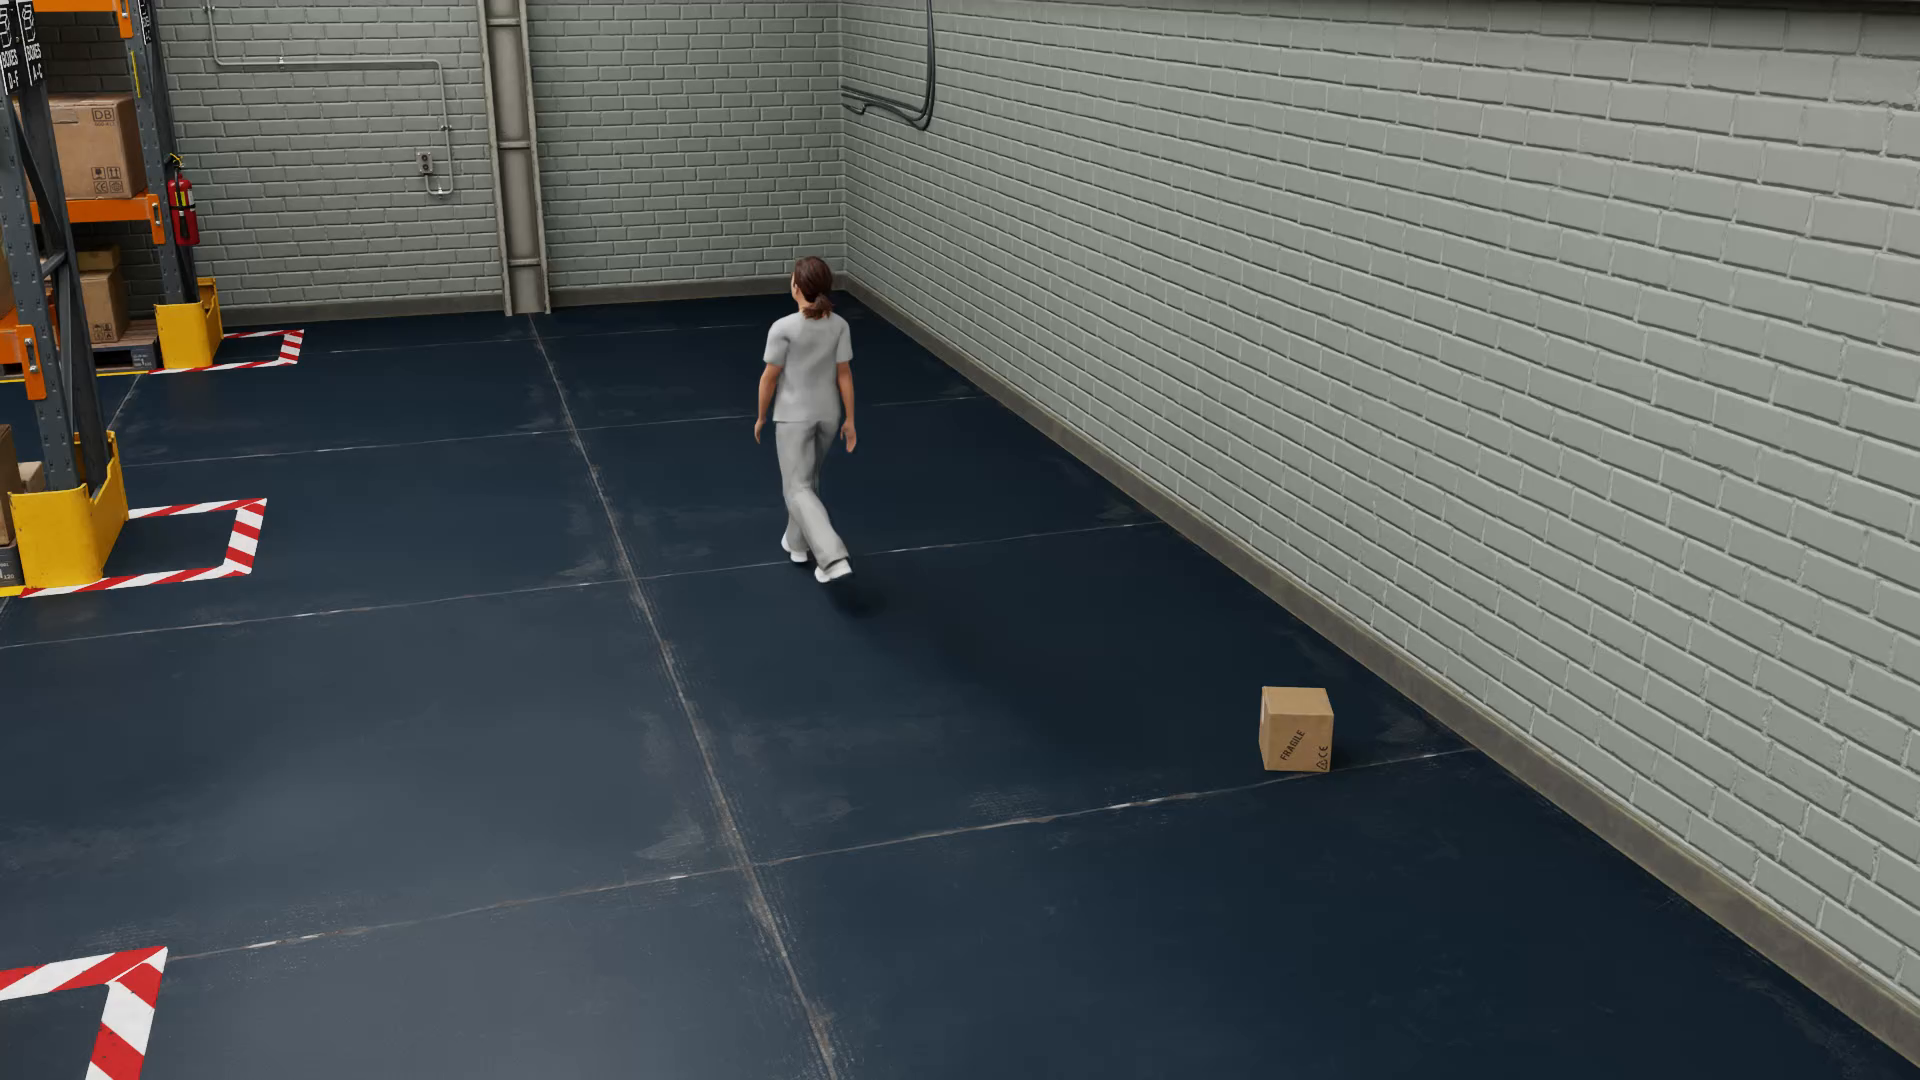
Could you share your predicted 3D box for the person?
[{"bbox_3d":[-0.760,-0.590,8.251,0.455,1.628,0.962,-11,22,-29],"label":"person"}]
